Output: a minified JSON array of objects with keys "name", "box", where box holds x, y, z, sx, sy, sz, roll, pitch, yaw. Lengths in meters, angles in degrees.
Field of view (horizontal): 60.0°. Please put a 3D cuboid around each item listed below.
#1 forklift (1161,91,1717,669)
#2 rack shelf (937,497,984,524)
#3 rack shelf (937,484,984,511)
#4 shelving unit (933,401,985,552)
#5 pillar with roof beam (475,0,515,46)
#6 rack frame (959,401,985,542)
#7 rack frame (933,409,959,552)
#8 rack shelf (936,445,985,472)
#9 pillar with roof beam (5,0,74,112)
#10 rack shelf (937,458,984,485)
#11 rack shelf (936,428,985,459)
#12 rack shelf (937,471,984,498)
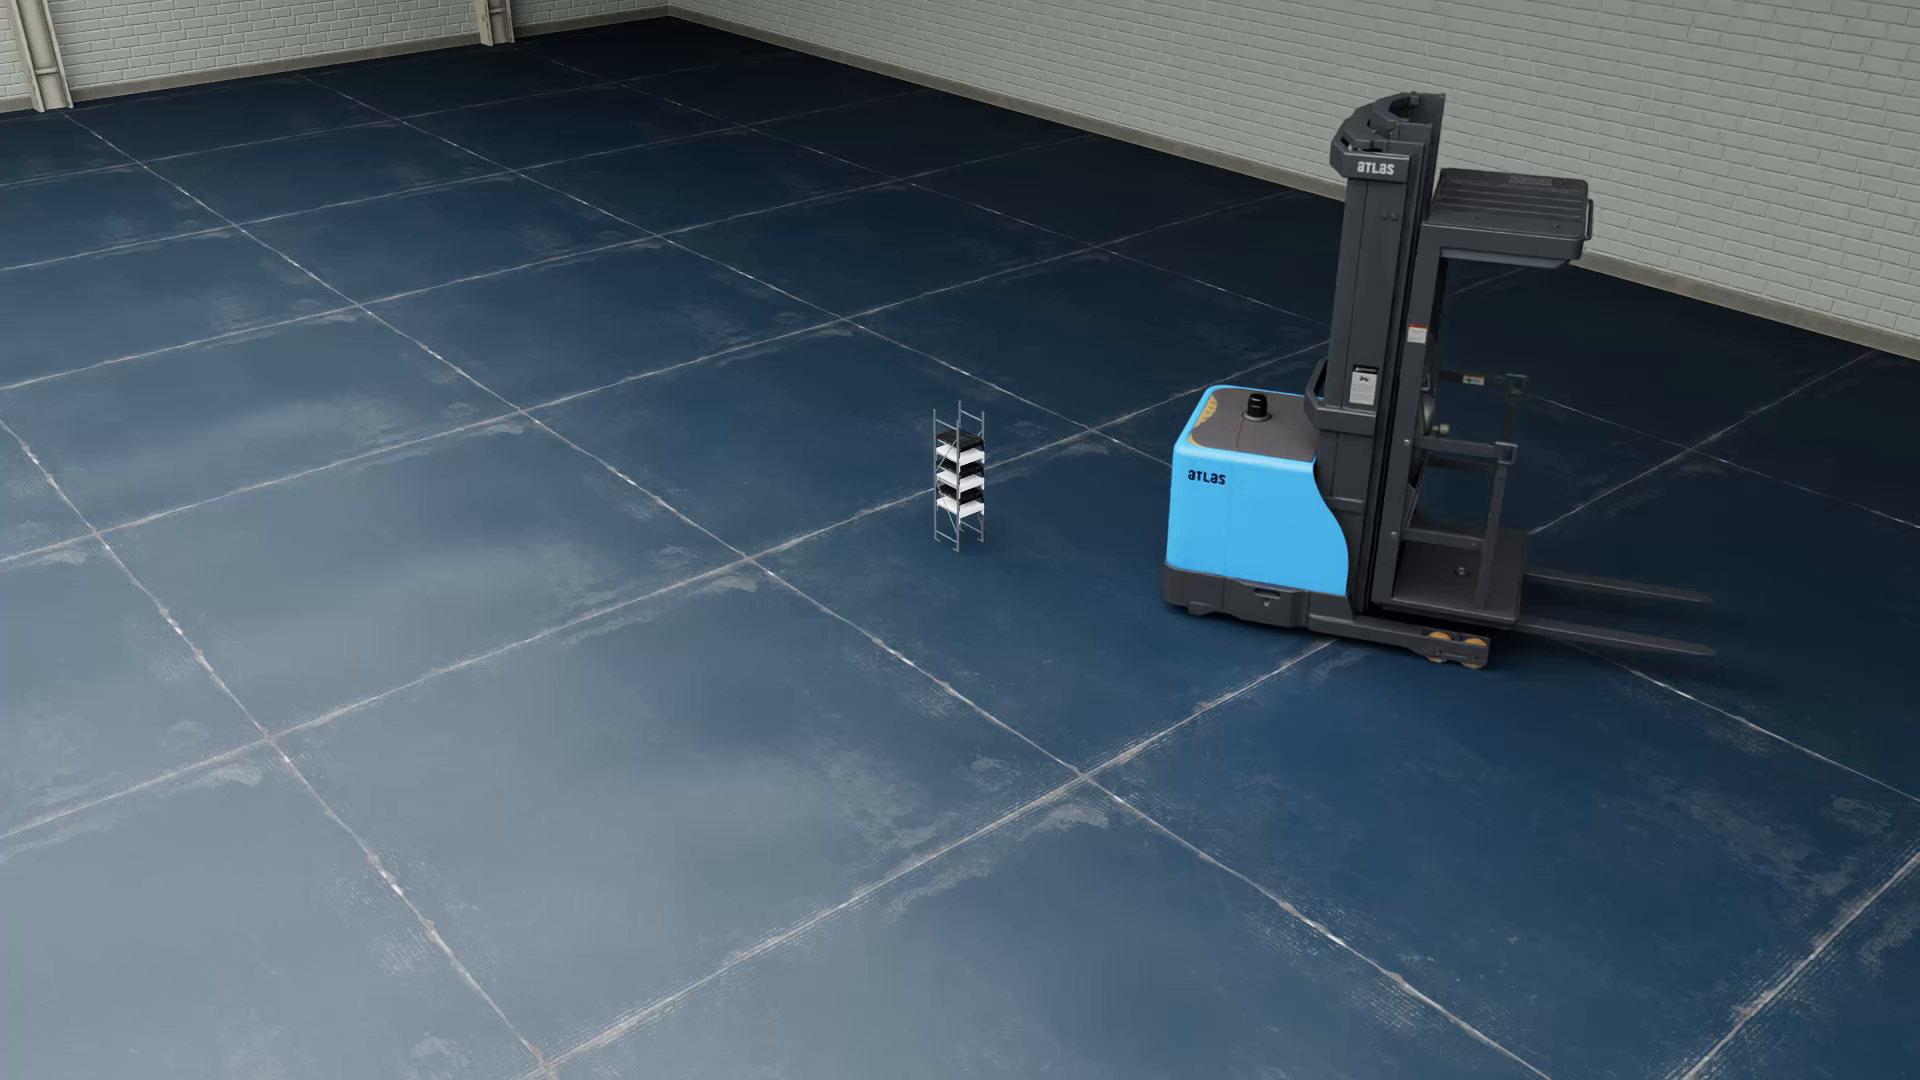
[{"name":"forklift","box":[2.765,-0.859,9.107,3.031,2.935,1.130,9,30,17]},{"name":"rack shelf","box":[-0.006,-0.206,10.492,0.200,0.077,0.258,-22,35,-35]},{"name":"rack shelf","box":[-0.006,-0.286,10.450,0.200,0.077,0.258,-22,35,-35]},{"name":"shelving unit","box":[-0.006,-0.394,10.392,0.210,0.900,0.258,-22,35,-35]},{"name":"pillar with roof beam","box":[-3.909,-9.638,19.096,0.400,9.000,9.100,-22,35,-35]},{"name":"rack frame","box":[0.071,-0.426,10.450,0.006,0.900,0.240,-22,35,-35]},{"name":"rack frame","box":[-0.084,-0.363,10.333,0.006,0.900,0.240,-22,35,-35]},{"name":"rack shelf","box":[-0.006,-0.524,10.322,0.200,0.077,0.258,-22,35,-35]},{"name":"pillar with roof beam","box":[-8.473,-7.803,15.661,0.400,9.000,9.100,-22,35,-35]},{"name":"rack shelf","box":[-0.006,-0.444,10.365,0.200,0.077,0.258,-22,35,-35]},{"name":"rack shelf","box":[-0.006,-0.603,10.280,0.200,0.077,0.258,-22,35,-35]},{"name":"rack shelf","box":[-0.006,-0.365,10.407,0.200,0.077,0.258,-22,35,-35]}]
